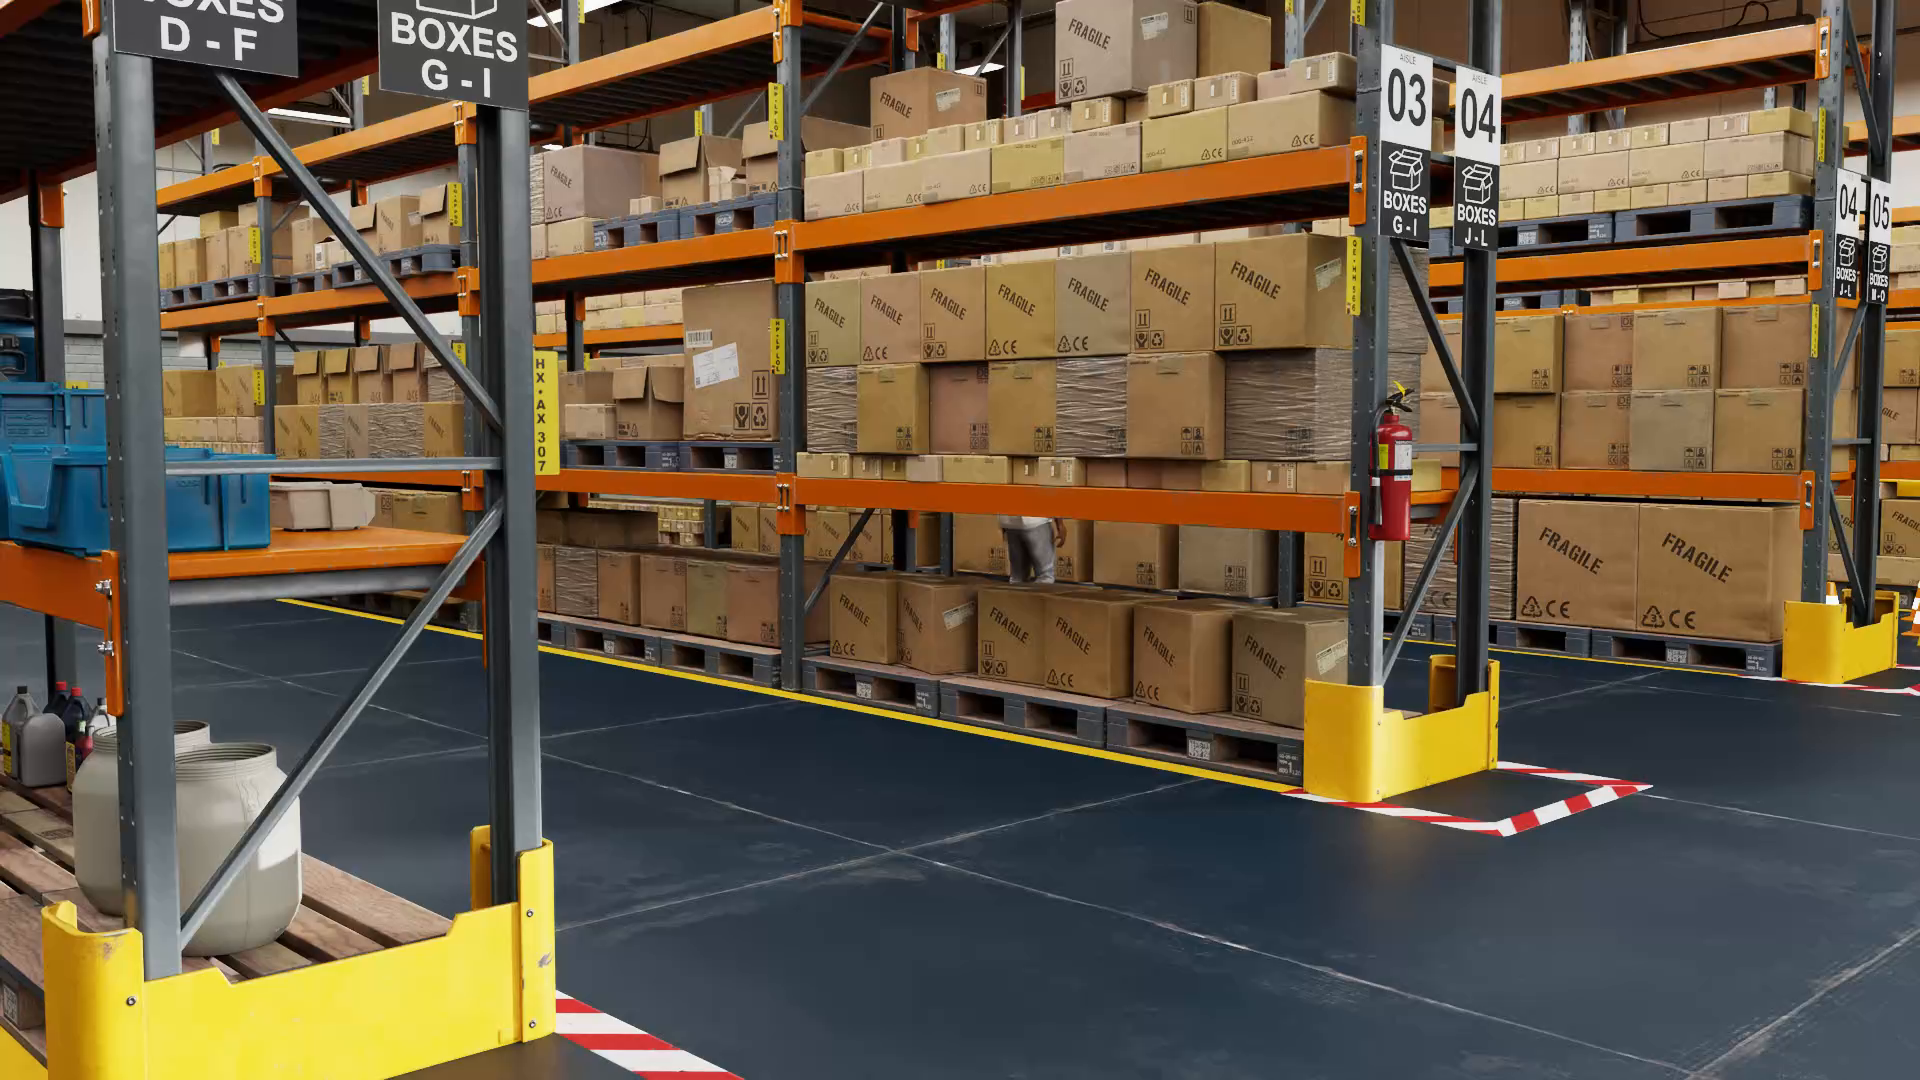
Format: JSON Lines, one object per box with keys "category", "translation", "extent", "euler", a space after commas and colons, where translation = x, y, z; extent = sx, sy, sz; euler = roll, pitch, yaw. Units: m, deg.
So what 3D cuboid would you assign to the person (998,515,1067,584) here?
{"category": "person", "translation": [0.533, -0.119, 12.392], "extent": [0.456, 1.761, 0.628], "euler": [-4, 5, -43]}
